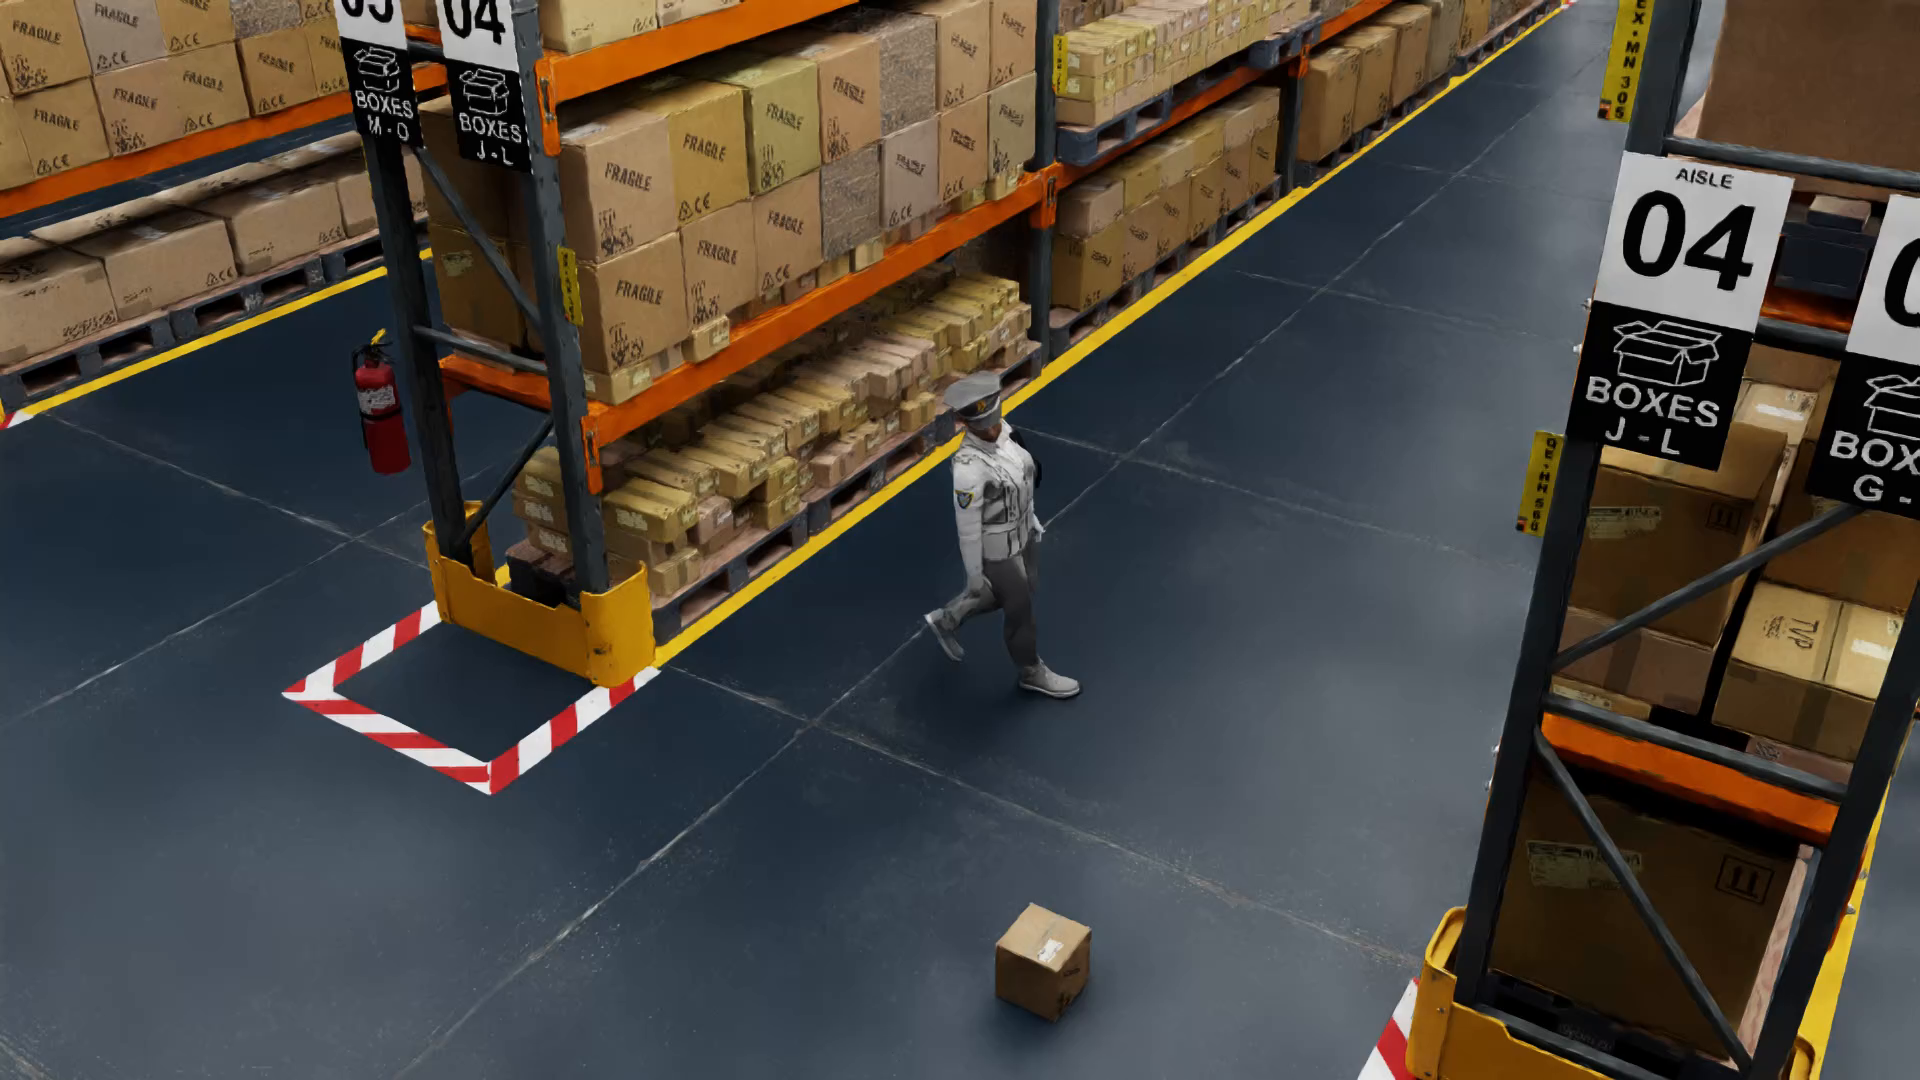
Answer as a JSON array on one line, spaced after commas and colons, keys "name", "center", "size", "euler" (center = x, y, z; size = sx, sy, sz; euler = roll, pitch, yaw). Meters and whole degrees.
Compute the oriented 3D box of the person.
[{"name": "person", "center": [0.157, 0.006, 7.142], "size": [0.732, 1.630, 0.527], "euler": [9, 32, 14]}]
